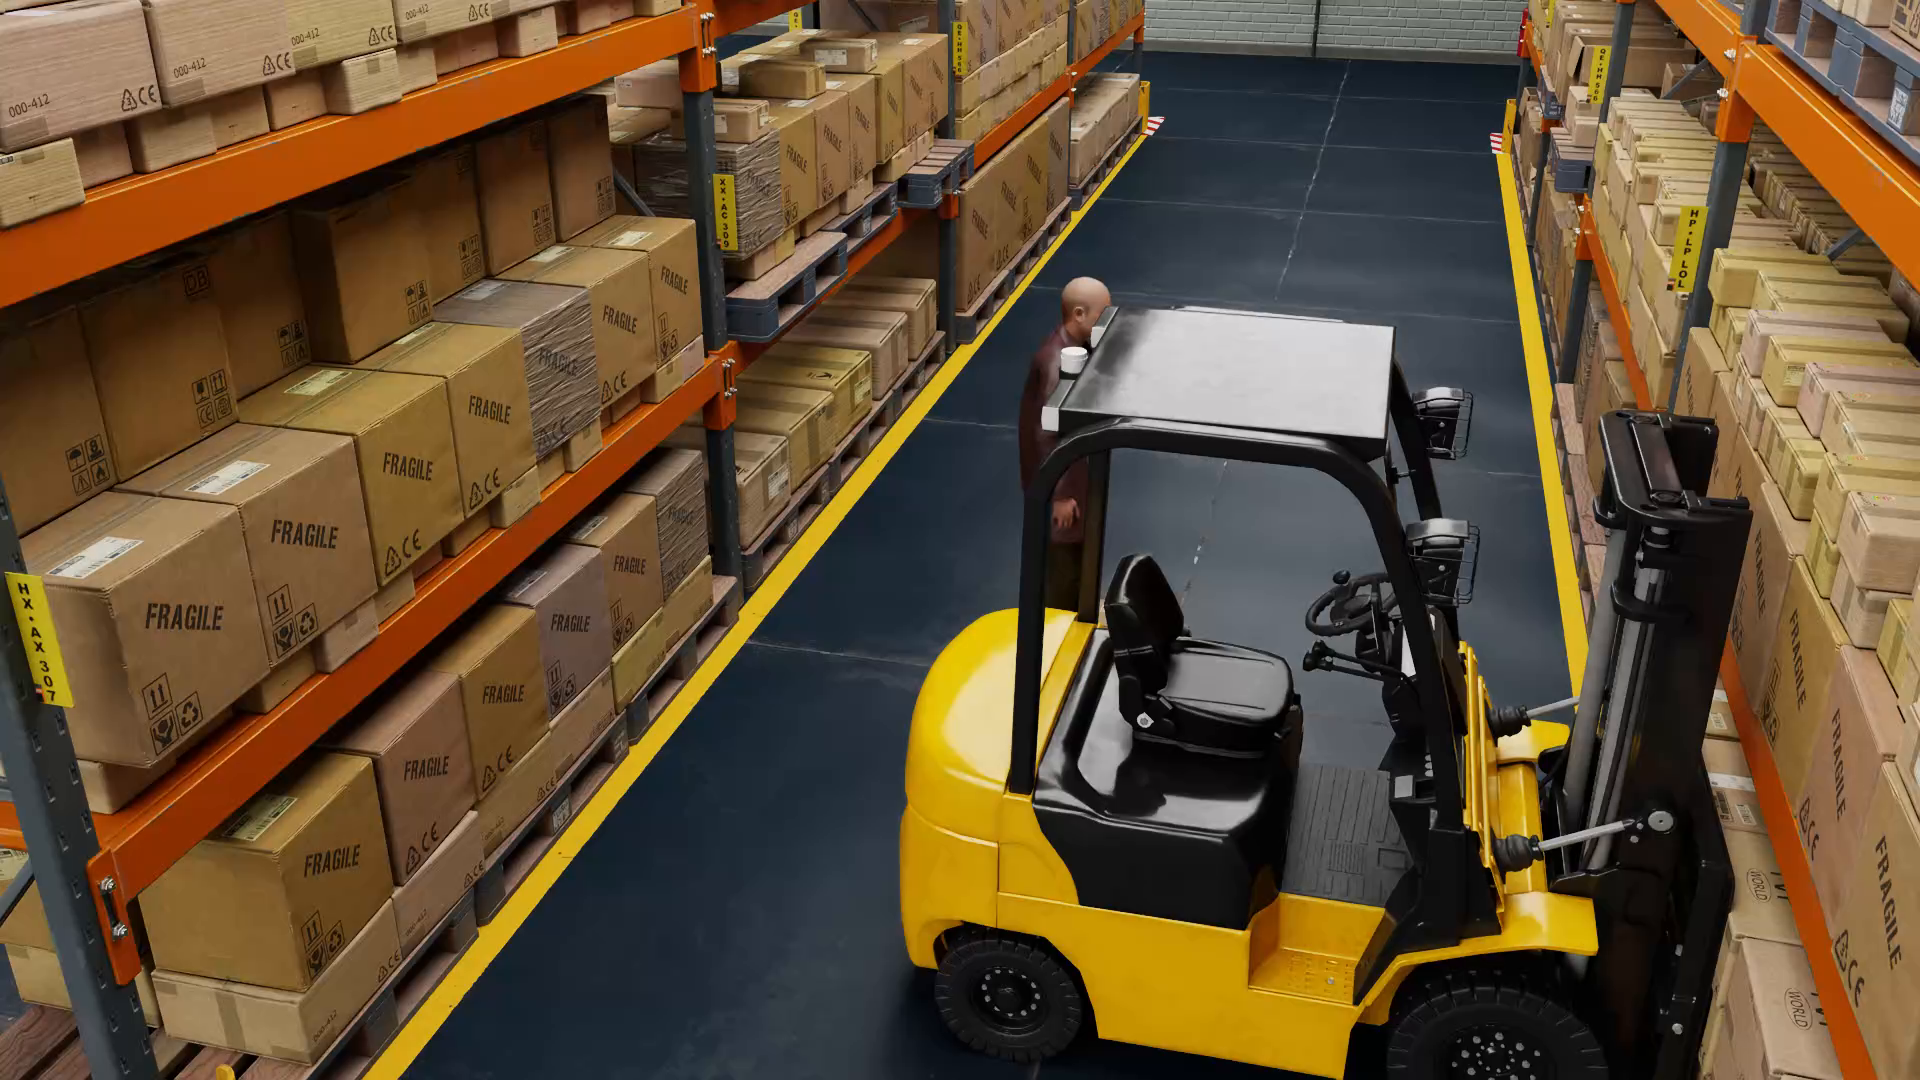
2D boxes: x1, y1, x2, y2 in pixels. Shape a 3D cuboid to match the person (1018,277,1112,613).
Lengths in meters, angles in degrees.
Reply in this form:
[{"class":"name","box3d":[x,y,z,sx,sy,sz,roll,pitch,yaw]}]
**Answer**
[{"class":"person","box3d":[0.462,-0.270,7.206,0.419,1.774,0.646,6,26,13]}]
